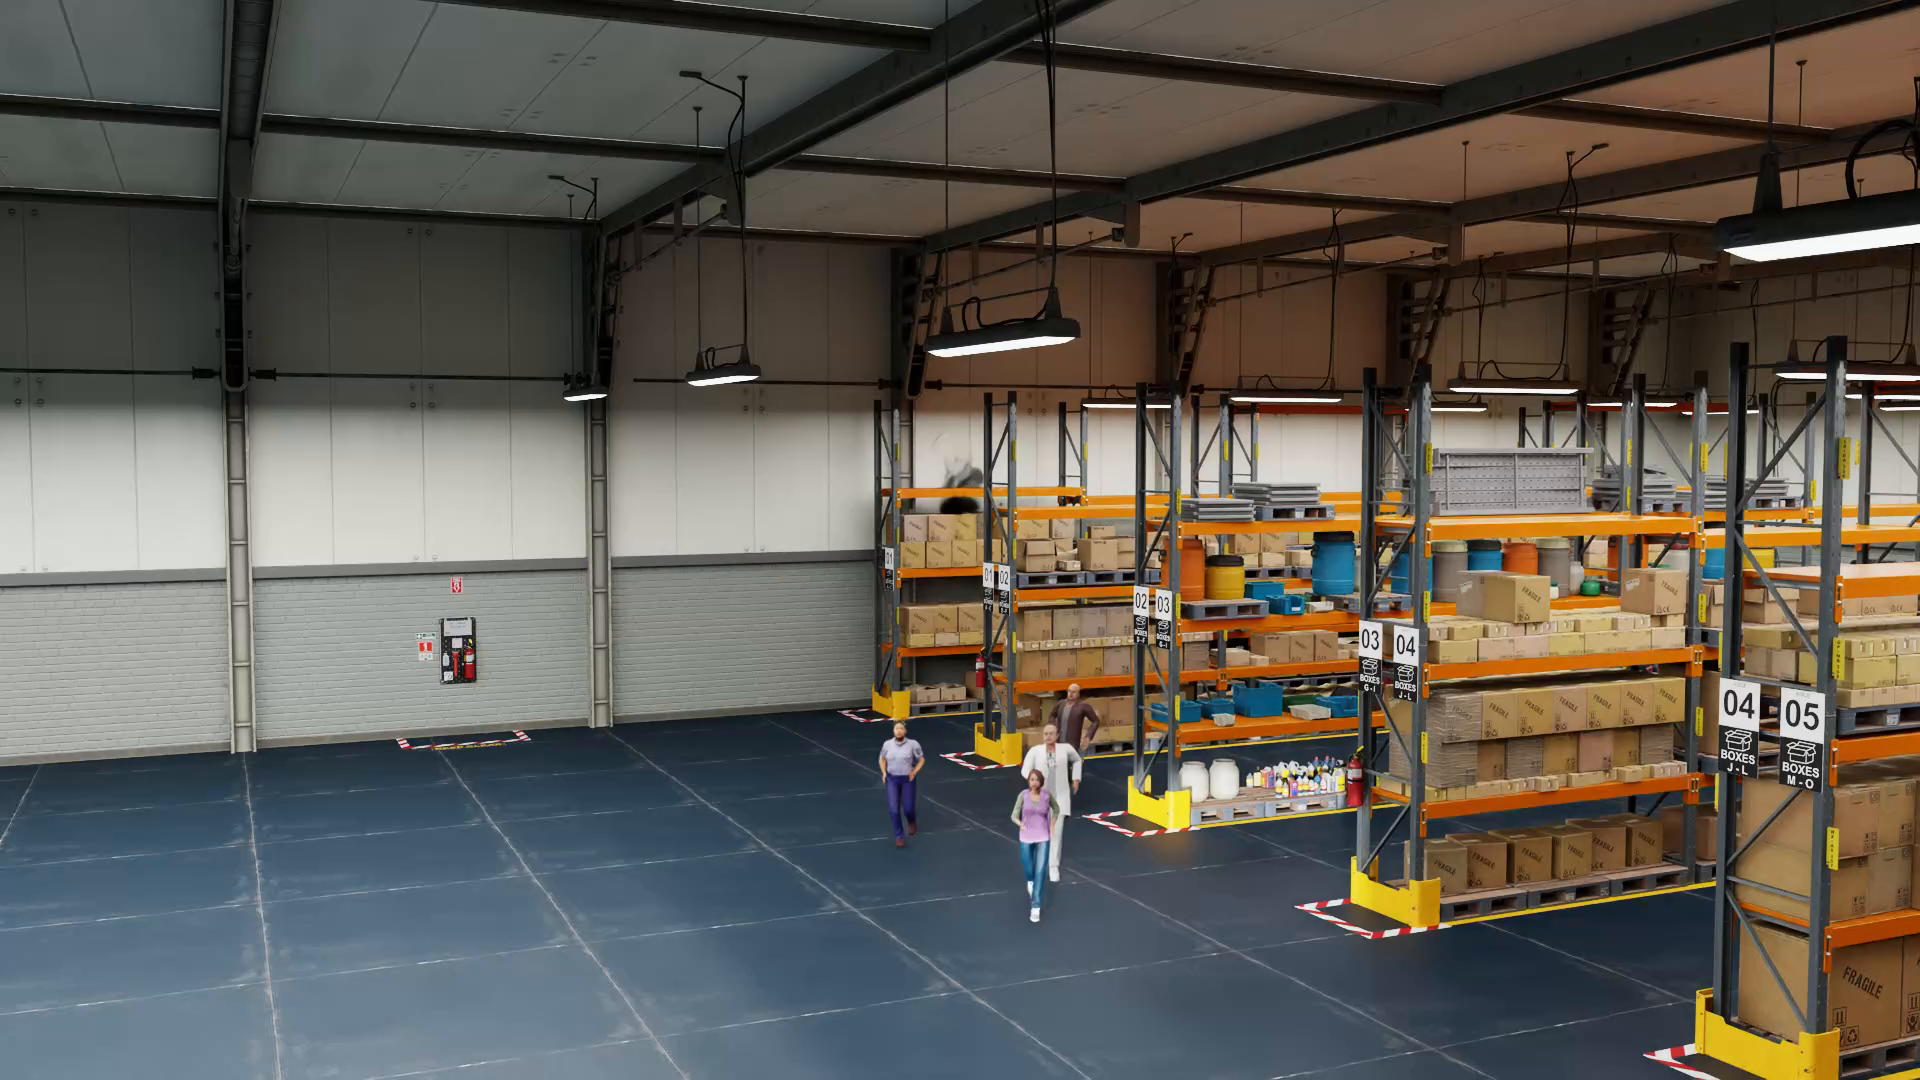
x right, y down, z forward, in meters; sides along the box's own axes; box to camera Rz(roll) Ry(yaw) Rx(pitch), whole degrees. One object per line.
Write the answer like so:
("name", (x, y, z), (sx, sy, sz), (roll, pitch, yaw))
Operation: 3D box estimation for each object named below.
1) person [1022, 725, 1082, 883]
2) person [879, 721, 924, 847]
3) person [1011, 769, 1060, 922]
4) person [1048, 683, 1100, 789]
("person", (1.105, 3.106, 20.039), (0.718, 1.801, 1.059), (0, 3, 6))
("person", (-0.761, 3.118, 21.408), (0.594, 1.601, 0.537), (0, 3, 6))
("person", (0.827, 3.299, 18.236), (0.537, 1.587, 0.849), (0, 3, 4))
("person", (1.531, 2.901, 23.576), (0.768, 1.744, 1.049), (3, 4, 40))
